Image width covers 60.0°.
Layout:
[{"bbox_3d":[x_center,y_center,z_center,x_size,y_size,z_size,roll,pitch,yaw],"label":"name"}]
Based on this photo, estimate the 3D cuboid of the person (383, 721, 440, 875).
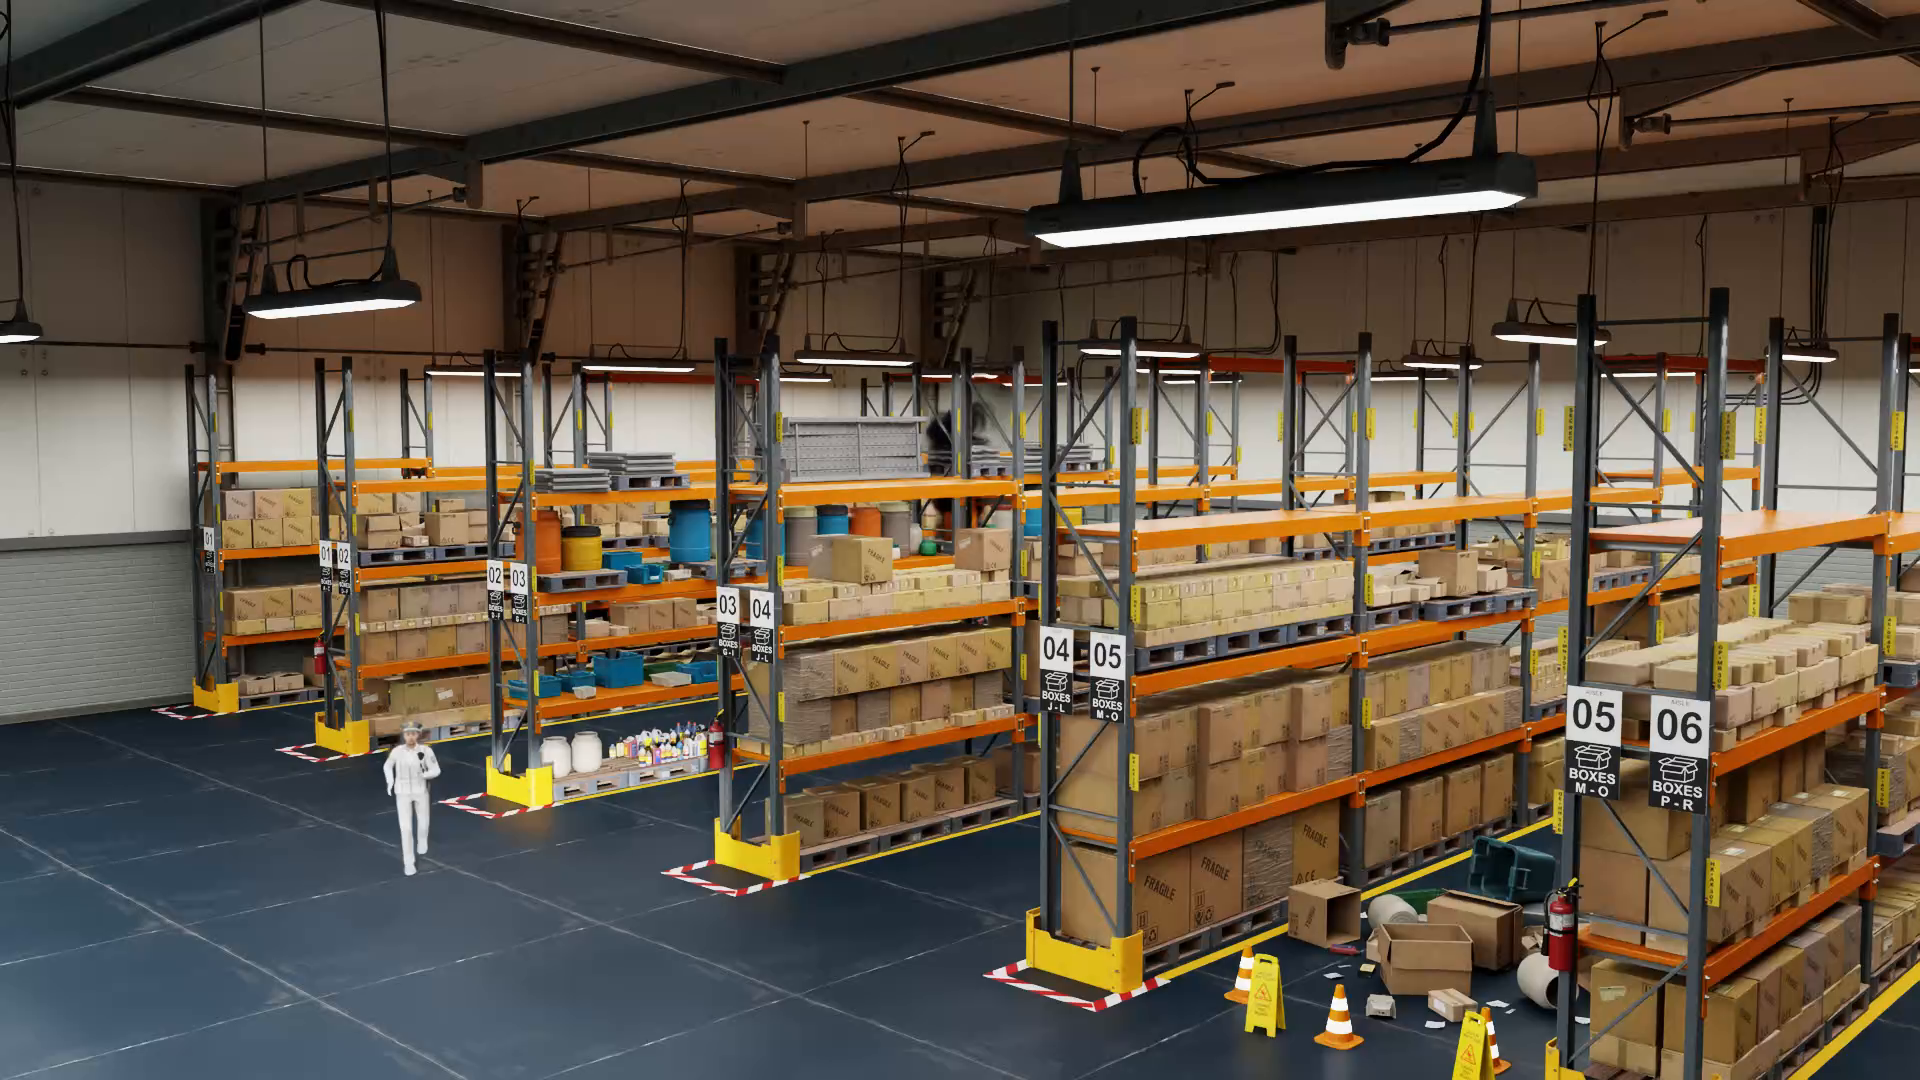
[{"bbox_3d":[-6.203,2.872,18.833,0.622,1.671,0.881,-1,5,-16],"label":"person"}]
